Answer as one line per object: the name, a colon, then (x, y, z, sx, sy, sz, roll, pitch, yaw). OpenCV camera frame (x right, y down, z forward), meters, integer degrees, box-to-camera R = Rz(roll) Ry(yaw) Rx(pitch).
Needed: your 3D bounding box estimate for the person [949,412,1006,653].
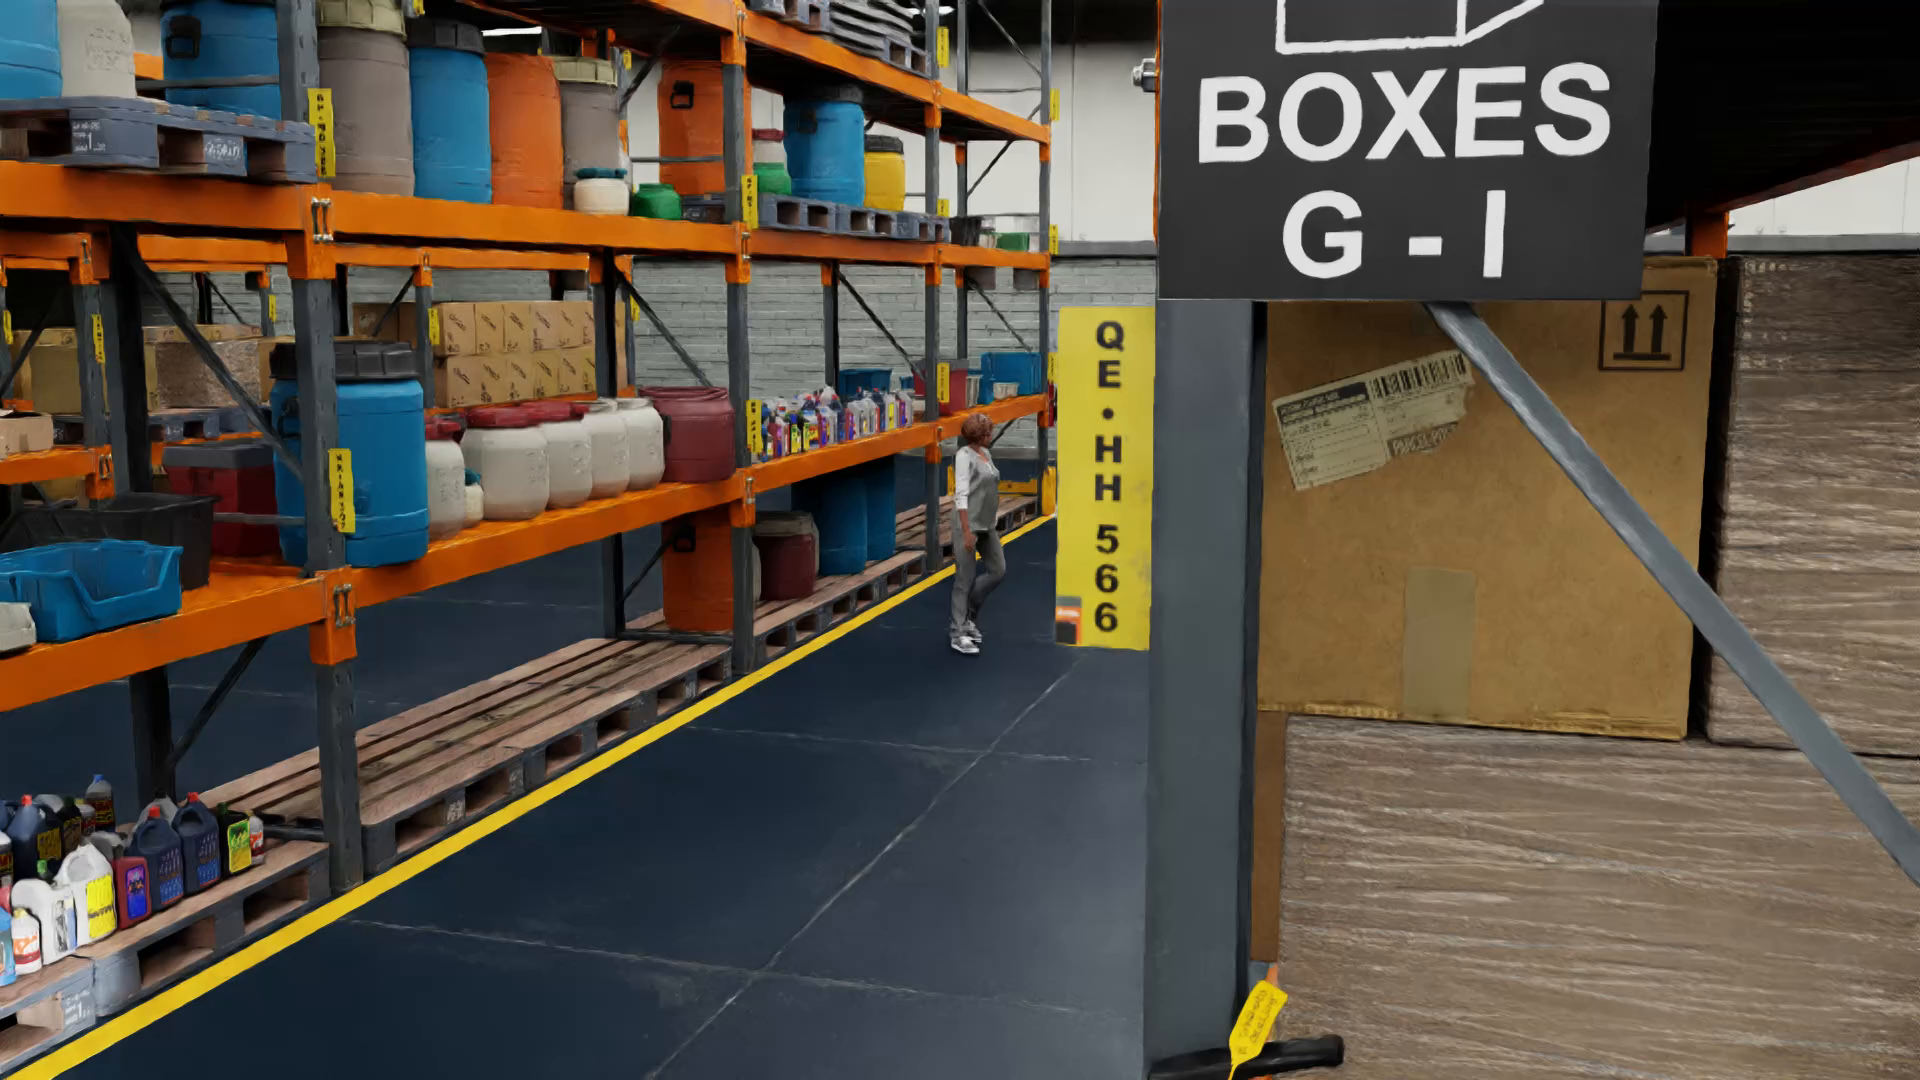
person: (0.059, -0.066, 11.219, 0.382, 1.598, 0.470, 5, 10, 31)
